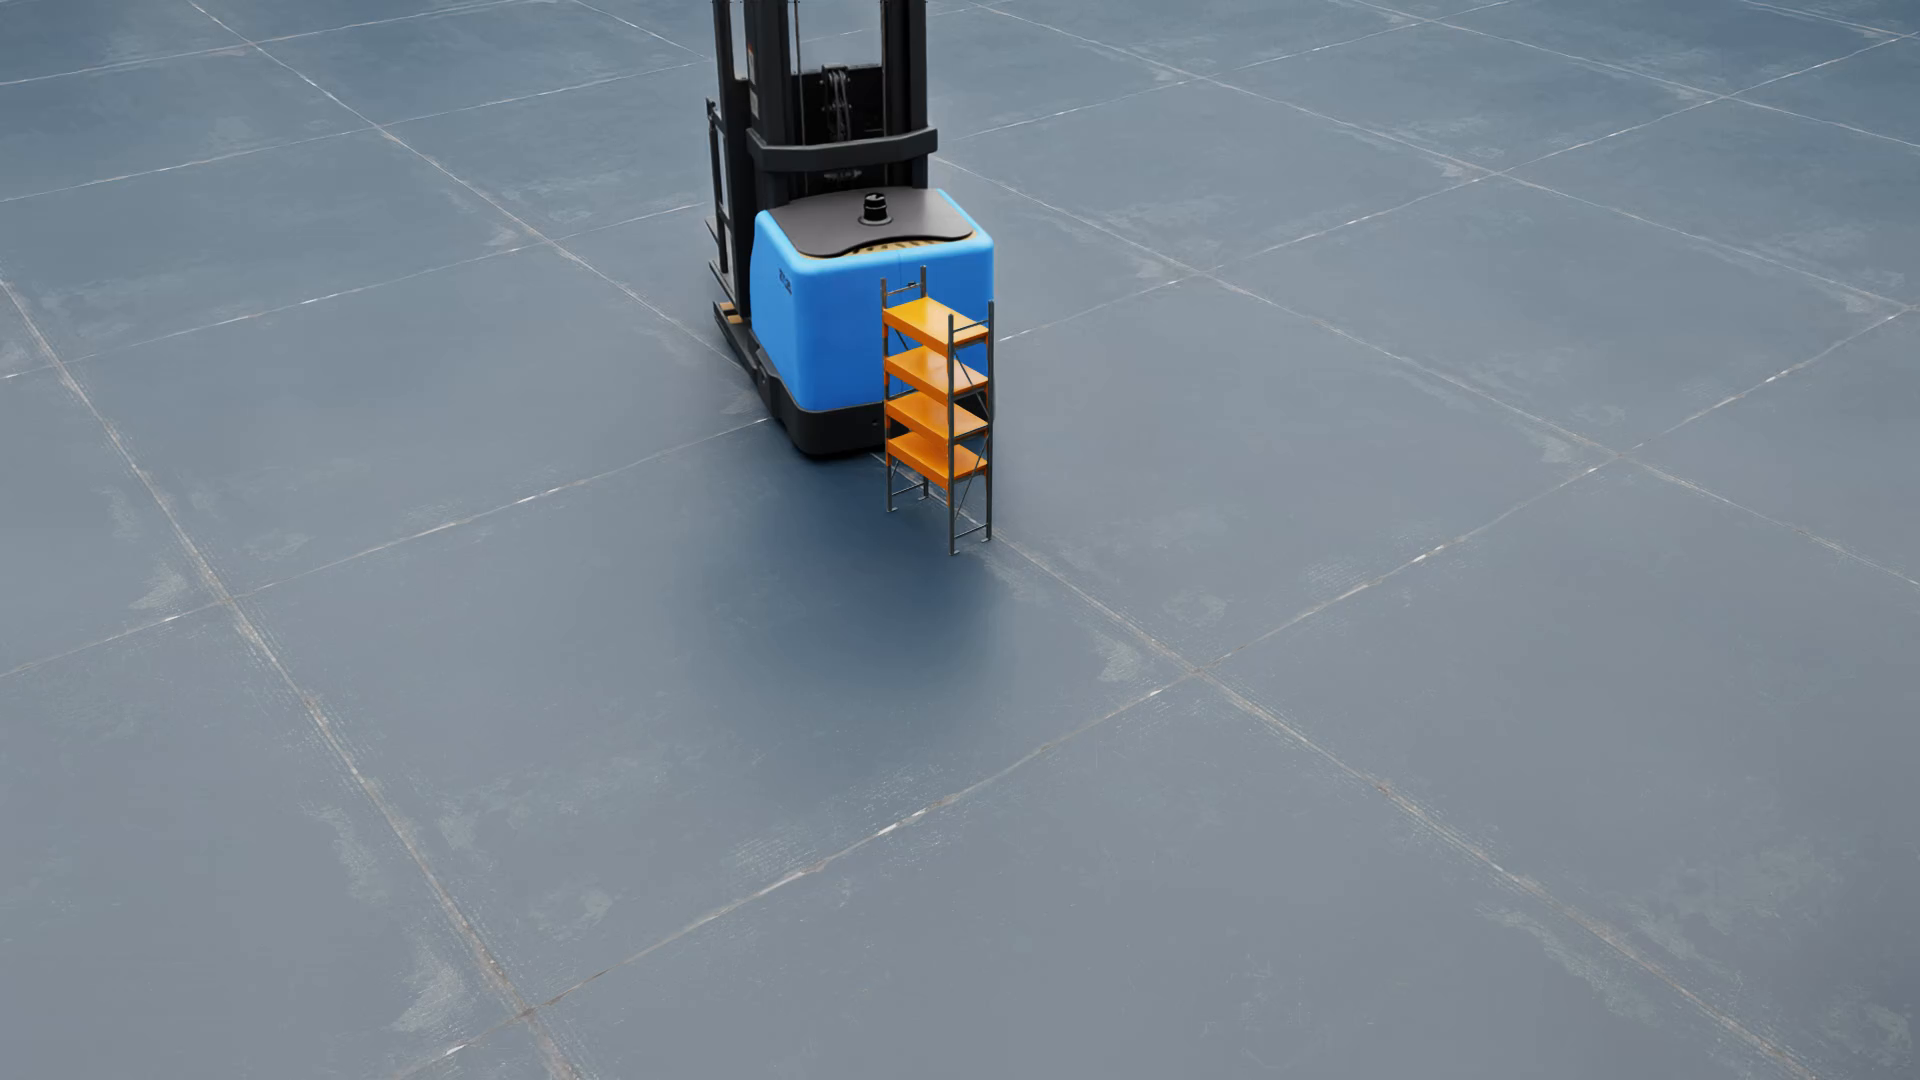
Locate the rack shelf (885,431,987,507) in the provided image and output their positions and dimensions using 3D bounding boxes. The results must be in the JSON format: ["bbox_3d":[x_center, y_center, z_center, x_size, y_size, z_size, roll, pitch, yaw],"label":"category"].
[{"bbox_3d":[-0.102,-0.353,7.685,0.258,0.148,0.480,-22,38,-31],"label":"rack shelf"}]

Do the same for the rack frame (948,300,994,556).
[{"bbox_3d":[0.048,-0.477,7.381,0.240,1.200,0.015,-22,38,-31],"label":"rack frame"}]

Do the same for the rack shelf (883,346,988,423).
[{"bbox_3d":[-0.102,-0.712,7.462,0.258,0.148,0.480,-22,38,-31],"label":"rack shelf"}]

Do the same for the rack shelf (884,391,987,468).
[{"bbox_3d":[-0.102,-0.522,7.580,0.258,0.148,0.480,-22,38,-31],"label":"rack shelf"}]

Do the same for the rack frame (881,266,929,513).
[{"bbox_3d":[-0.251,-0.680,7.708,0.240,1.200,0.015,-22,38,-31],"label":"rack frame"}]

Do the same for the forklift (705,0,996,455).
[{"bbox_3d":[-0.797,-2.438,8.897,1.130,2.935,3.031,-11,33,-17],"label":"forklift"}]

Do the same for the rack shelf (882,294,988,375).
[{"bbox_3d":[-0.102,-0.912,7.337,0.258,0.148,0.480,-22,38,-31],"label":"rack shelf"}]

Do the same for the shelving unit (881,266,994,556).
[{"bbox_3d":[-0.102,-0.579,7.545,0.258,1.200,0.503,-22,38,-31],"label":"shelving unit"}]
